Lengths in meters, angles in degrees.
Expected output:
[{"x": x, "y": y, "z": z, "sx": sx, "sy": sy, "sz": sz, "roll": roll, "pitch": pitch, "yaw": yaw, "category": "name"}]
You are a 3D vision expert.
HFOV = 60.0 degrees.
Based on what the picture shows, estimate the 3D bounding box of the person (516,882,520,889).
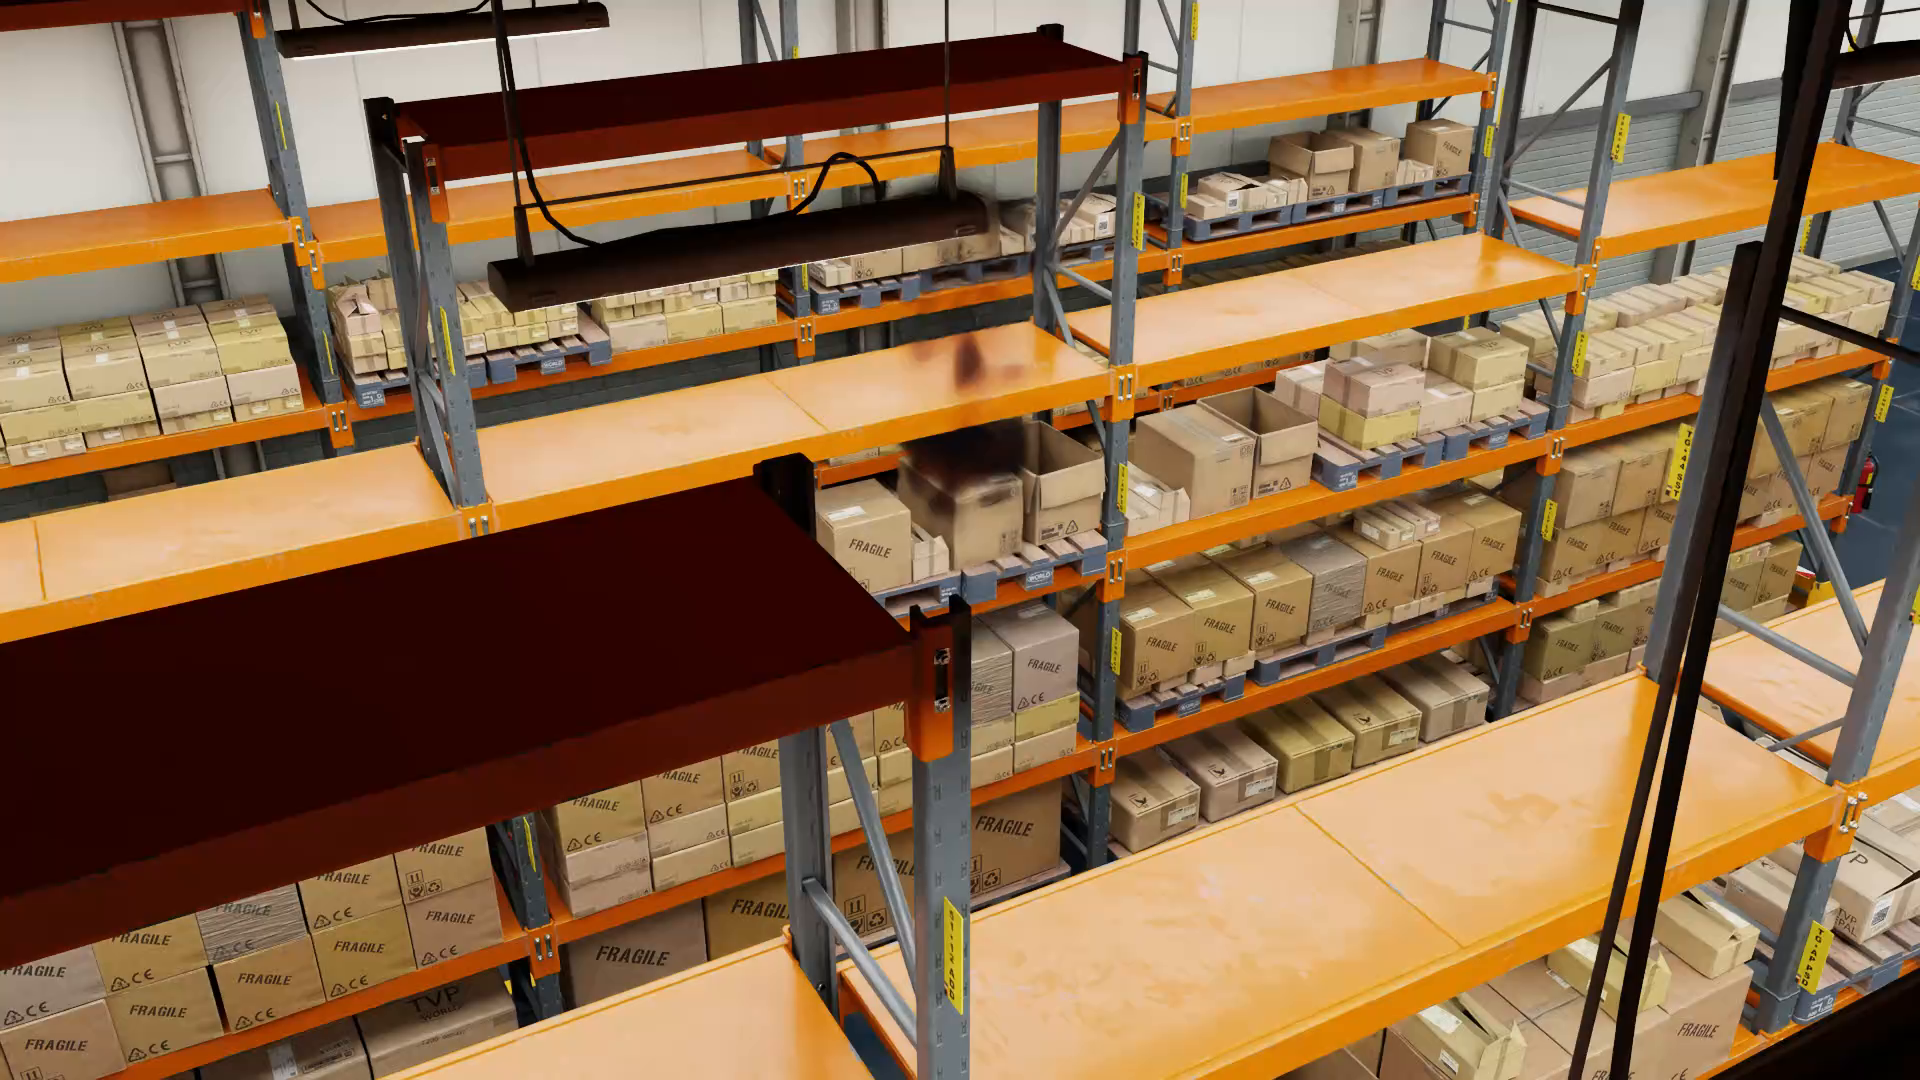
[{"x": -3.390, "y": 1.872, "z": 11.552, "sx": 0.884, "sy": 1.781, "sz": 0.671, "roll": -13, "pitch": 30, "yaw": -22, "category": "person"}]
